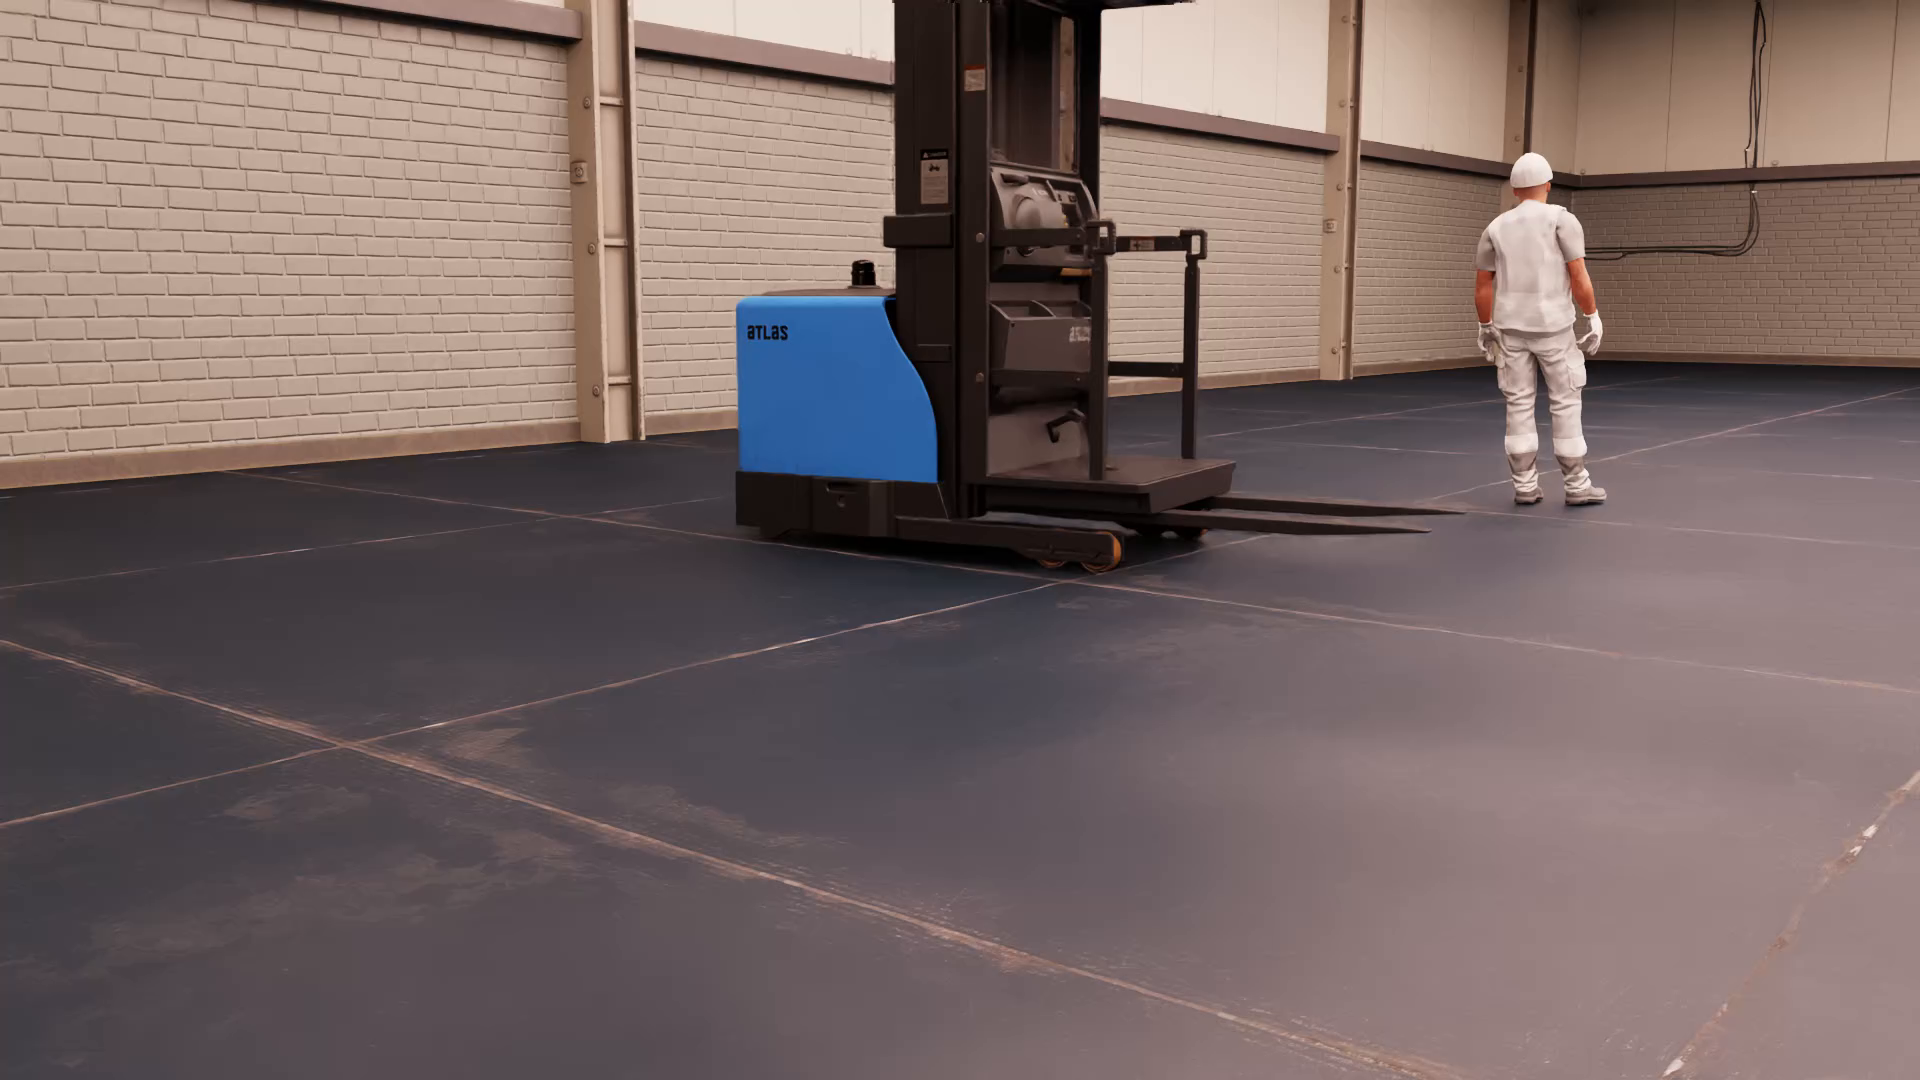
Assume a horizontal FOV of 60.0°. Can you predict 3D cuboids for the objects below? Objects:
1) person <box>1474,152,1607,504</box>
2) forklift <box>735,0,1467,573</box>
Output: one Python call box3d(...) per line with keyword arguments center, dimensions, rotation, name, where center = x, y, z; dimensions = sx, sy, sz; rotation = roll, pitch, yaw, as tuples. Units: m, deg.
box3d(center=(3.019, -1.089, 8.620), dimensions=(0.638, 1.786, 0.565), rotation=(7, 11, 40), name="person")
box3d(center=(0.543, -1.409, 6.910), dimensions=(3.031, 2.935, 1.130), rotation=(5, 9, 28), name="forklift")
